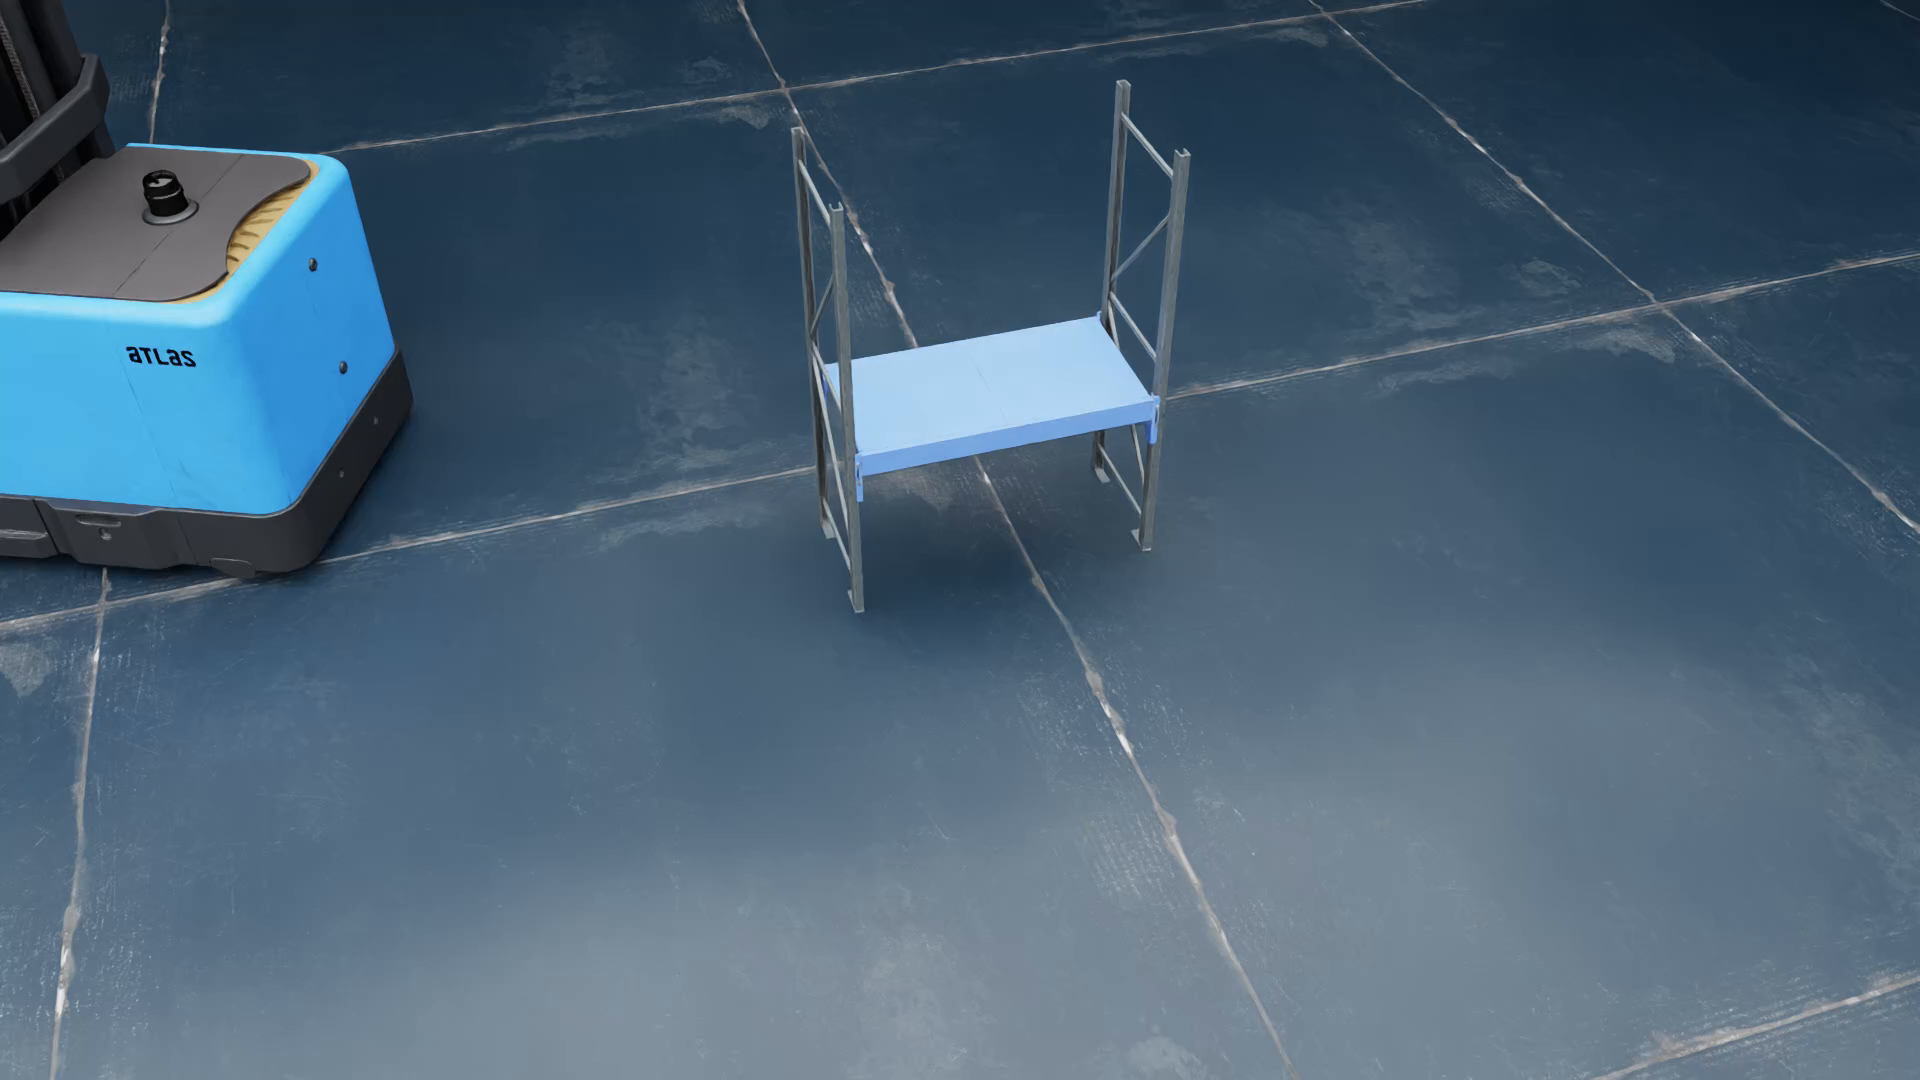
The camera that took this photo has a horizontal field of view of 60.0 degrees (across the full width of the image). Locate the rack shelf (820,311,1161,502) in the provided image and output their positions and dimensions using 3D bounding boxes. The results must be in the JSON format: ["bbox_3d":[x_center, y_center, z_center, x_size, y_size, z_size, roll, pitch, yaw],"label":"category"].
[{"bbox_3d":[0.081,-0.446,5.394,1.000,0.185,0.538,-12,42,-13],"label":"rack shelf"}]

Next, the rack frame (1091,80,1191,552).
[{"bbox_3d":[0.566,-0.682,5.391,0.032,1.500,0.500,-12,42,-13],"label":"rack frame"}]

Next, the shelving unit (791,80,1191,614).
[{"bbox_3d":[0.081,-0.582,5.276,1.048,1.500,0.538,-12,42,-13],"label":"shelving unit"}]

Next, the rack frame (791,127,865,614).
[{"bbox_3d":[-0.404,-0.481,5.161,0.032,1.500,0.500,-12,42,-13],"label":"rack frame"}]

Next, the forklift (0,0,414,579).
[{"bbox_3d":[-3.603,-1.399,5.124,3.031,2.935,1.130,5,41,5],"label":"forklift"}]
